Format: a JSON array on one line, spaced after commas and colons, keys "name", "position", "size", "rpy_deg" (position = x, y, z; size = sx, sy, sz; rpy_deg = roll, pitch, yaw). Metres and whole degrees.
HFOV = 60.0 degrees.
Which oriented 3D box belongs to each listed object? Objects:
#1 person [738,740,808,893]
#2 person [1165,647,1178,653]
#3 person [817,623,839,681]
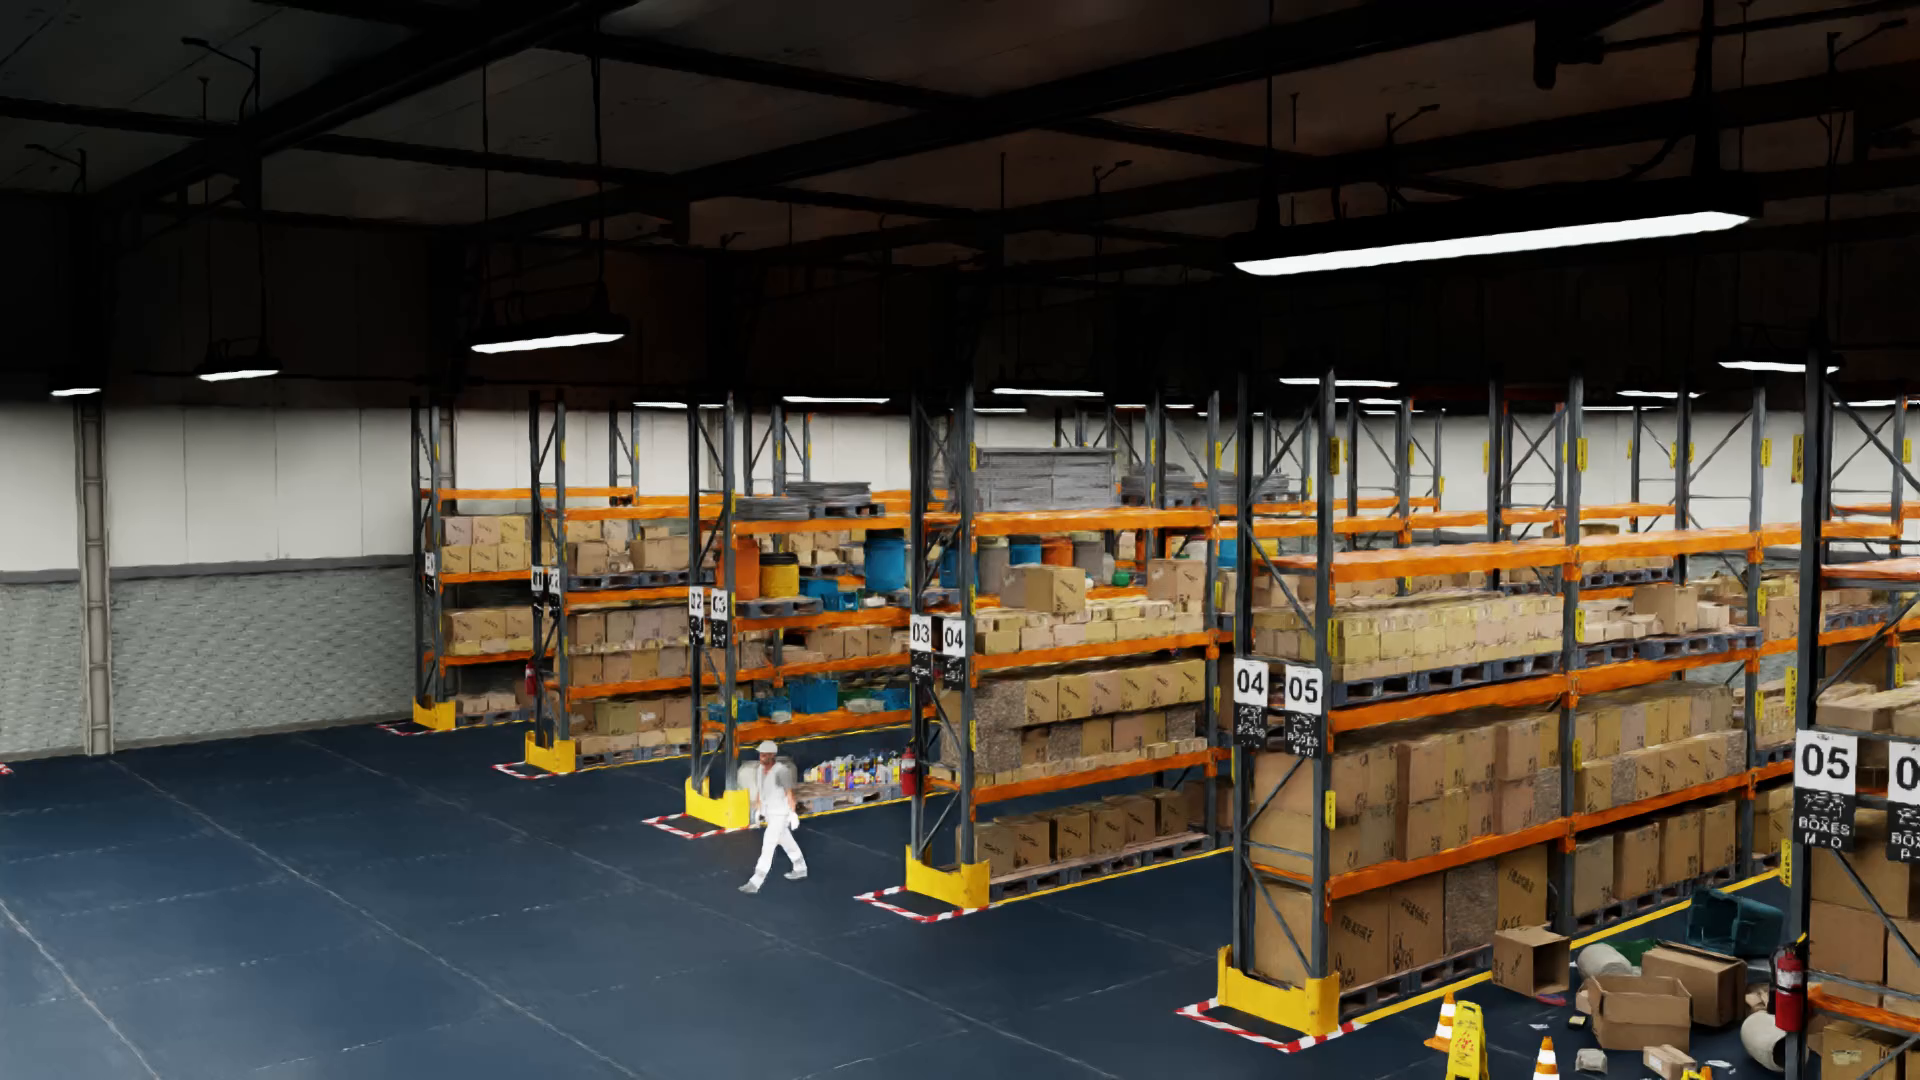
[{"name": "person", "position": [-2.195, 3.154, 19.241], "size": [1.116, 1.705, 0.557], "rpy_deg": [-3, 5, -42]}, {"name": "person", "position": [4.214, 2.333, 33.430], "size": [0.552, 1.741, 0.677], "rpy_deg": [-3, 5, -43]}, {"name": "person", "position": [-2.568, 2.390, 32.623], "size": [0.536, 1.715, 0.682], "rpy_deg": [-3, 4, -40]}]
